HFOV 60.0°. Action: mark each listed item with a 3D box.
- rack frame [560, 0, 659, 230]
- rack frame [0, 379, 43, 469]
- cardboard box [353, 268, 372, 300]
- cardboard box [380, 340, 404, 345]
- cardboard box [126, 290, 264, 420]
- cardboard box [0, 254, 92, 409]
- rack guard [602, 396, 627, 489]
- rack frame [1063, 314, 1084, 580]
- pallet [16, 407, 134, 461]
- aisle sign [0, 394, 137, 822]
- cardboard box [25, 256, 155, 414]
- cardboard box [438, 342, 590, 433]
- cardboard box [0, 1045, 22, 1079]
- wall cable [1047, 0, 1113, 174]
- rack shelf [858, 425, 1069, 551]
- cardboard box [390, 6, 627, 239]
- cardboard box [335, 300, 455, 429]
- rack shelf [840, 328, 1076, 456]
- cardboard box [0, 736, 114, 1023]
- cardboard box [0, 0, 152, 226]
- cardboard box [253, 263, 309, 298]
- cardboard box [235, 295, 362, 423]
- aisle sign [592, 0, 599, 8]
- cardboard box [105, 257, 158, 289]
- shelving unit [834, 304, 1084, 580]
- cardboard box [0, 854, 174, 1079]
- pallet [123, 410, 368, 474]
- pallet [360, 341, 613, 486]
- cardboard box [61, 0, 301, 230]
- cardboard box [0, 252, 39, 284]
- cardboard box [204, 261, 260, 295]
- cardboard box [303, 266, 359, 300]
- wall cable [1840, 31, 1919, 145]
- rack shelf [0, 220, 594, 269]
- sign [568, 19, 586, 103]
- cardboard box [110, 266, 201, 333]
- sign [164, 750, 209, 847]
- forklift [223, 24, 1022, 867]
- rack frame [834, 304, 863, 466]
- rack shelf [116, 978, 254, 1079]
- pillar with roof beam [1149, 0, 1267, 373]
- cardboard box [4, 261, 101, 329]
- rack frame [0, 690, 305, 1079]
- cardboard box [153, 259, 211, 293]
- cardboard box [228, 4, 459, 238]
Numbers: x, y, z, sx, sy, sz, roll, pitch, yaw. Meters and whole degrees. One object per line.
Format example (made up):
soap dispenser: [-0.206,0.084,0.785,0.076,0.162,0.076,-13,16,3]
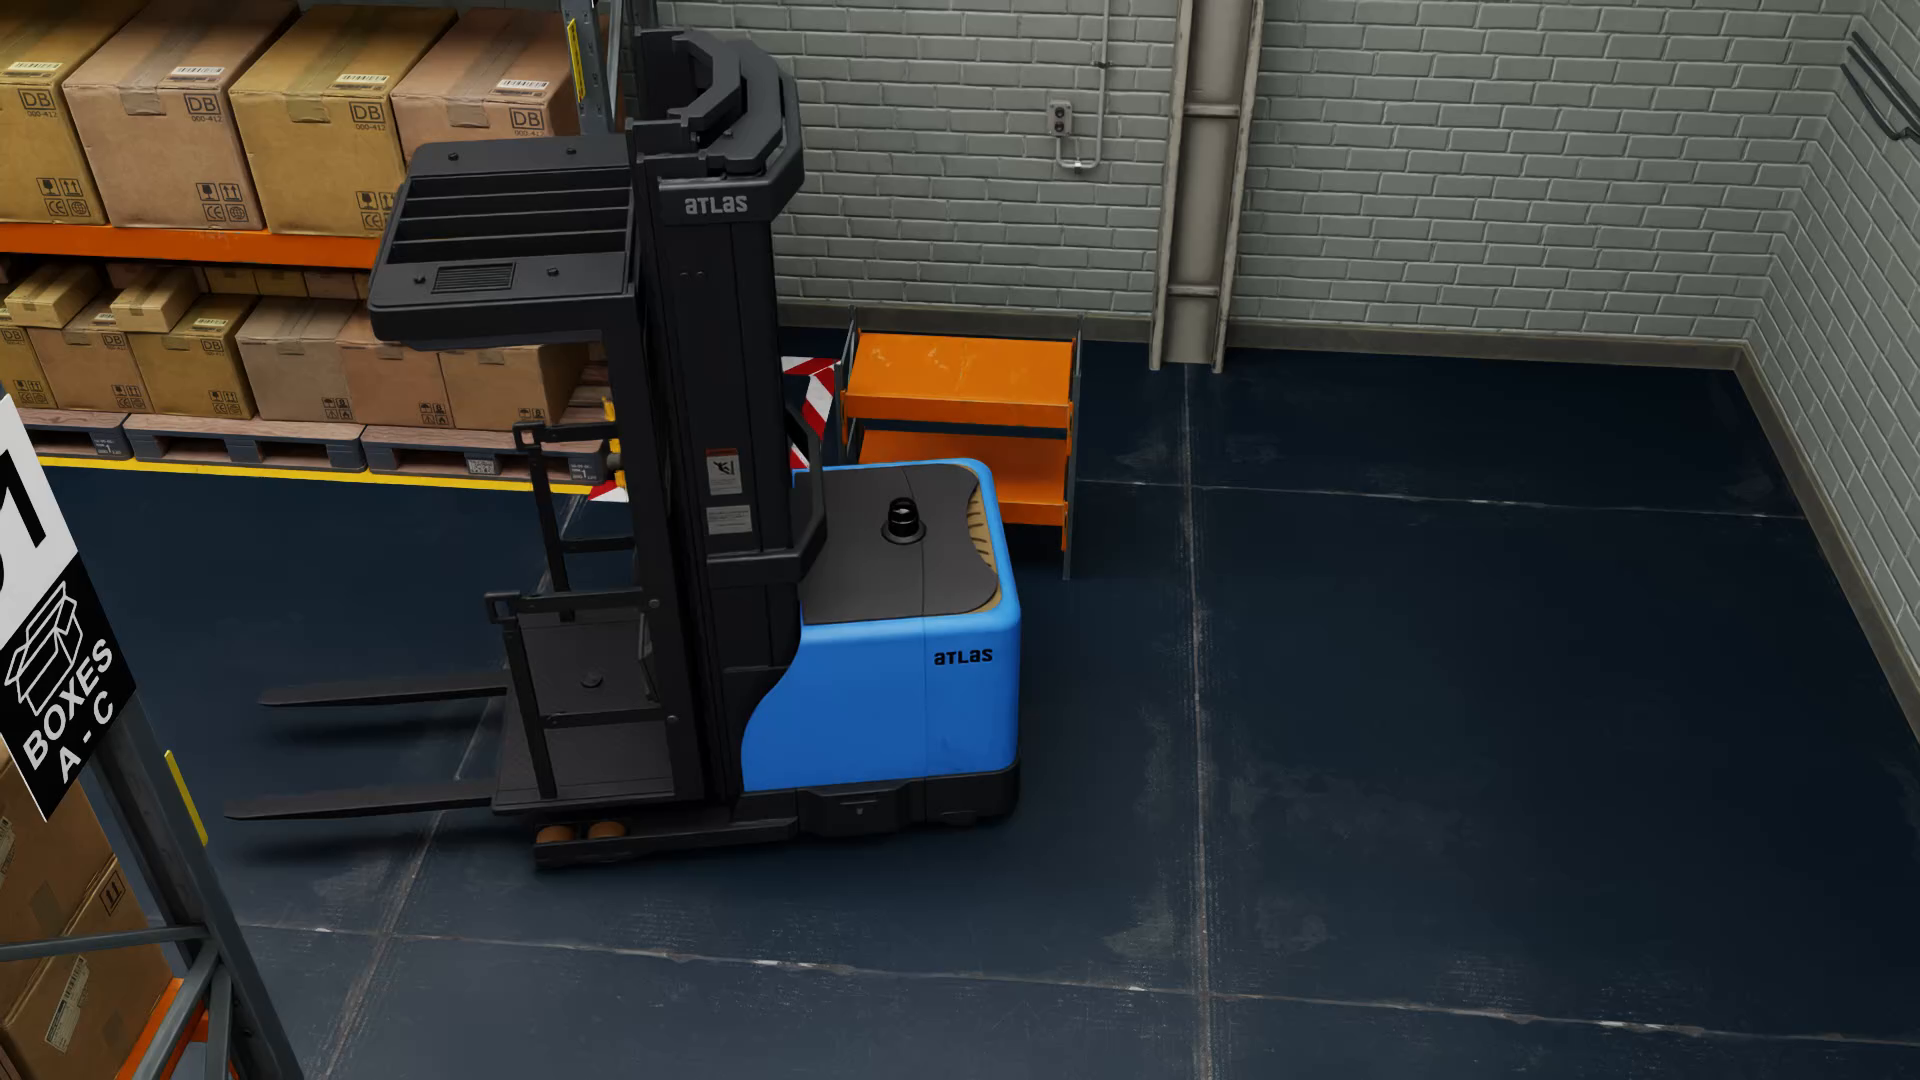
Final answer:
rack frame: [-1.522,-1.779,7.730,0.127,3.000,1.000,3,39,4]
rack frame: [-1.946,-0.990,2.009,0.127,3.000,1.000,3,39,4]
cardboard box: [-2.840,-1.360,8.348,0.250,0.149,0.380,3,39,4]
cardboard box: [-2.626,-1.106,8.036,0.250,0.149,0.380,4,39,5]
cardboard box: [-3.760,-1.027,8.453,0.500,0.500,0.700,4,39,5]
cardboard box: [-4.771,-1.086,8.525,0.500,0.500,0.700,4,39,4]
rack guard: [-1.498,-0.809,8.518,0.348,0.500,1.175,3,39,4]
rack frame: [0.513,-0.408,7.531,0.032,1.125,0.500,3,39,4]
pallet: [-4.756,-0.825,8.767,1.213,0.211,1.003,3,39,4]
aisle sign: [-1.852,0.147,3.304,0.004,0.787,0.394,3,39,4]
cardboard box: [-4.271,-1.056,8.489,0.500,0.500,0.700,3,39,3]
cardboard box: [-2.228,-0.948,8.357,0.500,0.500,0.700,3,39,4]
cardboard box: [-2.415,1.444,3.691,0.500,0.500,0.500,4,39,5]
wall cable: [-0.165,-2.699,8.055,1.851,1.984,0.084,3,39,4]
rack shelf: [0.007,-0.246,7.719,1.000,0.278,0.538,3,39,4]
cardboard box: [-2.031,-1.917,7.662,0.700,0.700,0.980,5,39,6]
cardboard box: [-2.727,-0.975,8.390,0.500,0.500,0.700,3,39,4]
rack shelf: [0.007,-0.663,7.380,1.000,0.278,0.538,3,39,4]
cardboard box: [-2.365,0.720,3.789,0.500,0.500,0.500,4,39,5]
cardboard box: [-4.241,-2.031,7.801,0.700,0.700,0.980,2,39,3]
cardboard box: [-3.349,-1.387,8.381,0.250,0.149,0.380,4,39,4]
cardboard box: [-3.228,-1.002,8.423,0.500,0.500,0.700,2,39,2]
aisle sign: [-1.476,-2.595,6.673,0.004,0.787,0.394,3,39,4]
cardboard box: [-4.111,-1.428,8.433,0.250,0.149,0.380,2,39,2]
shelving unit: [0.007,-0.436,7.565,1.048,1.125,0.538,3,39,4]
cardboard box: [-2.365,1.107,4.105,0.500,0.500,0.500,4,39,5]
pallet: [-3.537,-0.760,8.687,1.213,0.211,1.003,3,39,4]
pallet: [-2.325,-0.692,8.604,1.213,0.211,1.003,3,39,4]
cardboard box: [-3.516,-1.997,7.760,0.700,0.700,0.980,1,39,2]
cardboard box: [-4.898,-1.470,8.484,0.250,0.149,0.380,3,39,4]
cardboard box: [-3.602,-1.401,8.399,0.250,0.149,0.380,2,39,3]
cardboard box: [-3.094,-1.373,8.365,0.250,0.149,0.380,4,39,4]
wall cable: [4.082,-2.369,6.162,0.112,2.526,3.097,3,39,4]
rack shelf: [-3.515,-1.609,8.091,4.000,0.370,1.077,3,39,4]
sign: [-1.583,-1.980,6.872,0.005,0.325,0.100,3,39,4]
cardboard box: [-3.925,-1.175,8.122,0.250,0.149,0.380,2,39,3]
sign: [-1.899,0.659,4.049,0.005,0.325,0.100,3,39,4]
forklift: [-1.319,-0.236,5.889,3.031,2.935,1.130,-4,39,-5]
rack frame: [-0.500,-0.464,7.599,0.032,1.125,0.500,3,39,4]
rack shelf: [-3.938,1.506,4.264,4.000,0.370,1.077,3,39,4]
pillar with roof beam: [0.871,-1.796,2.998,0.400,9.000,9.100,3,39,4]
cardboard box: [-4.445,-1.204,8.157,0.250,0.149,0.380,4,39,5]
rack frame: [-1.946,1.336,3.903,0.127,3.000,1.000,3,39,4]
cardboard box: [-3.859,-1.414,8.415,0.250,0.149,0.380,4,39,4]
cardboard box: [-2.757,-1.950,7.702,0.700,0.700,0.980,3,39,3]
